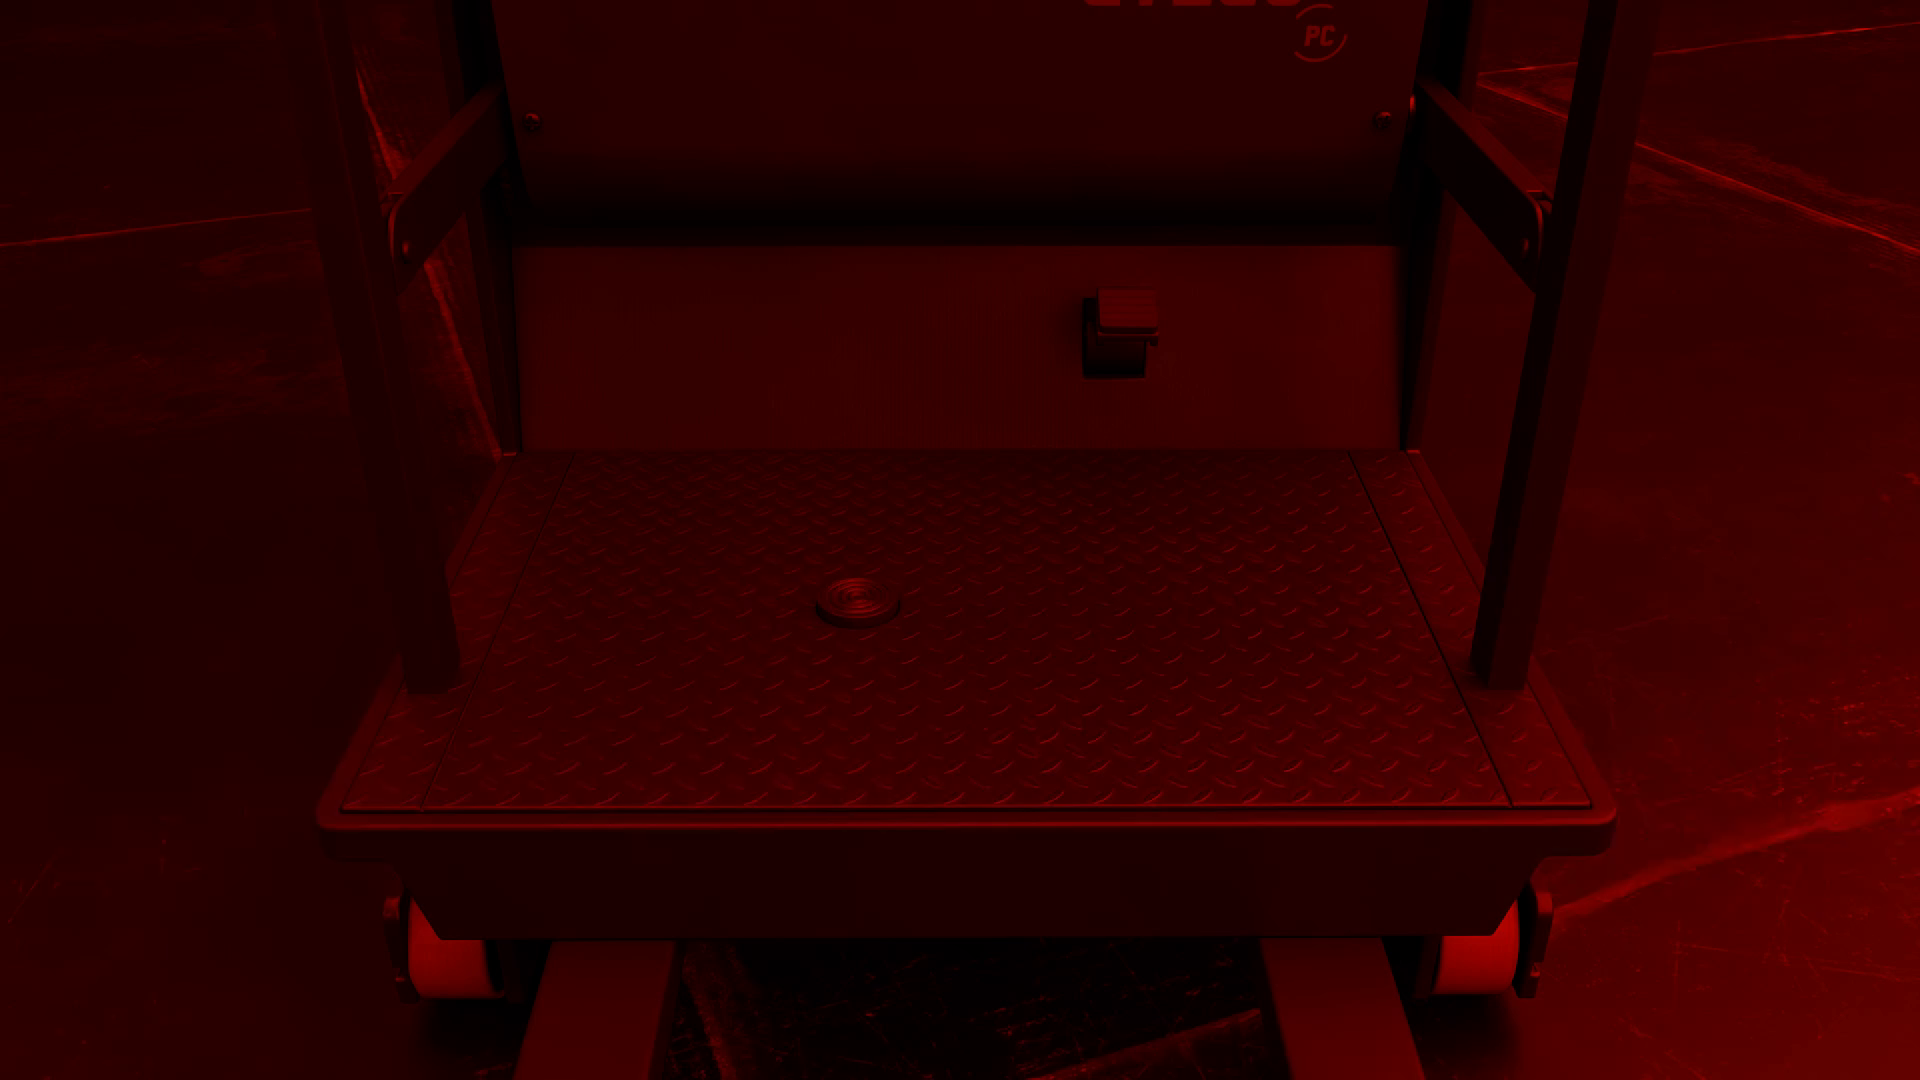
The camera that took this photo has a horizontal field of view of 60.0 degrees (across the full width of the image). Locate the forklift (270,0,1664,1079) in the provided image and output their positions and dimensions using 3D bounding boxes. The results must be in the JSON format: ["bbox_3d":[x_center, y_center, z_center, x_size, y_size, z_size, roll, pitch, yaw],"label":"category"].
[{"bbox_3d":[0.003,-0.964,1.232,1.130,2.935,3.031,0,30,0],"label":"forklift"}]
